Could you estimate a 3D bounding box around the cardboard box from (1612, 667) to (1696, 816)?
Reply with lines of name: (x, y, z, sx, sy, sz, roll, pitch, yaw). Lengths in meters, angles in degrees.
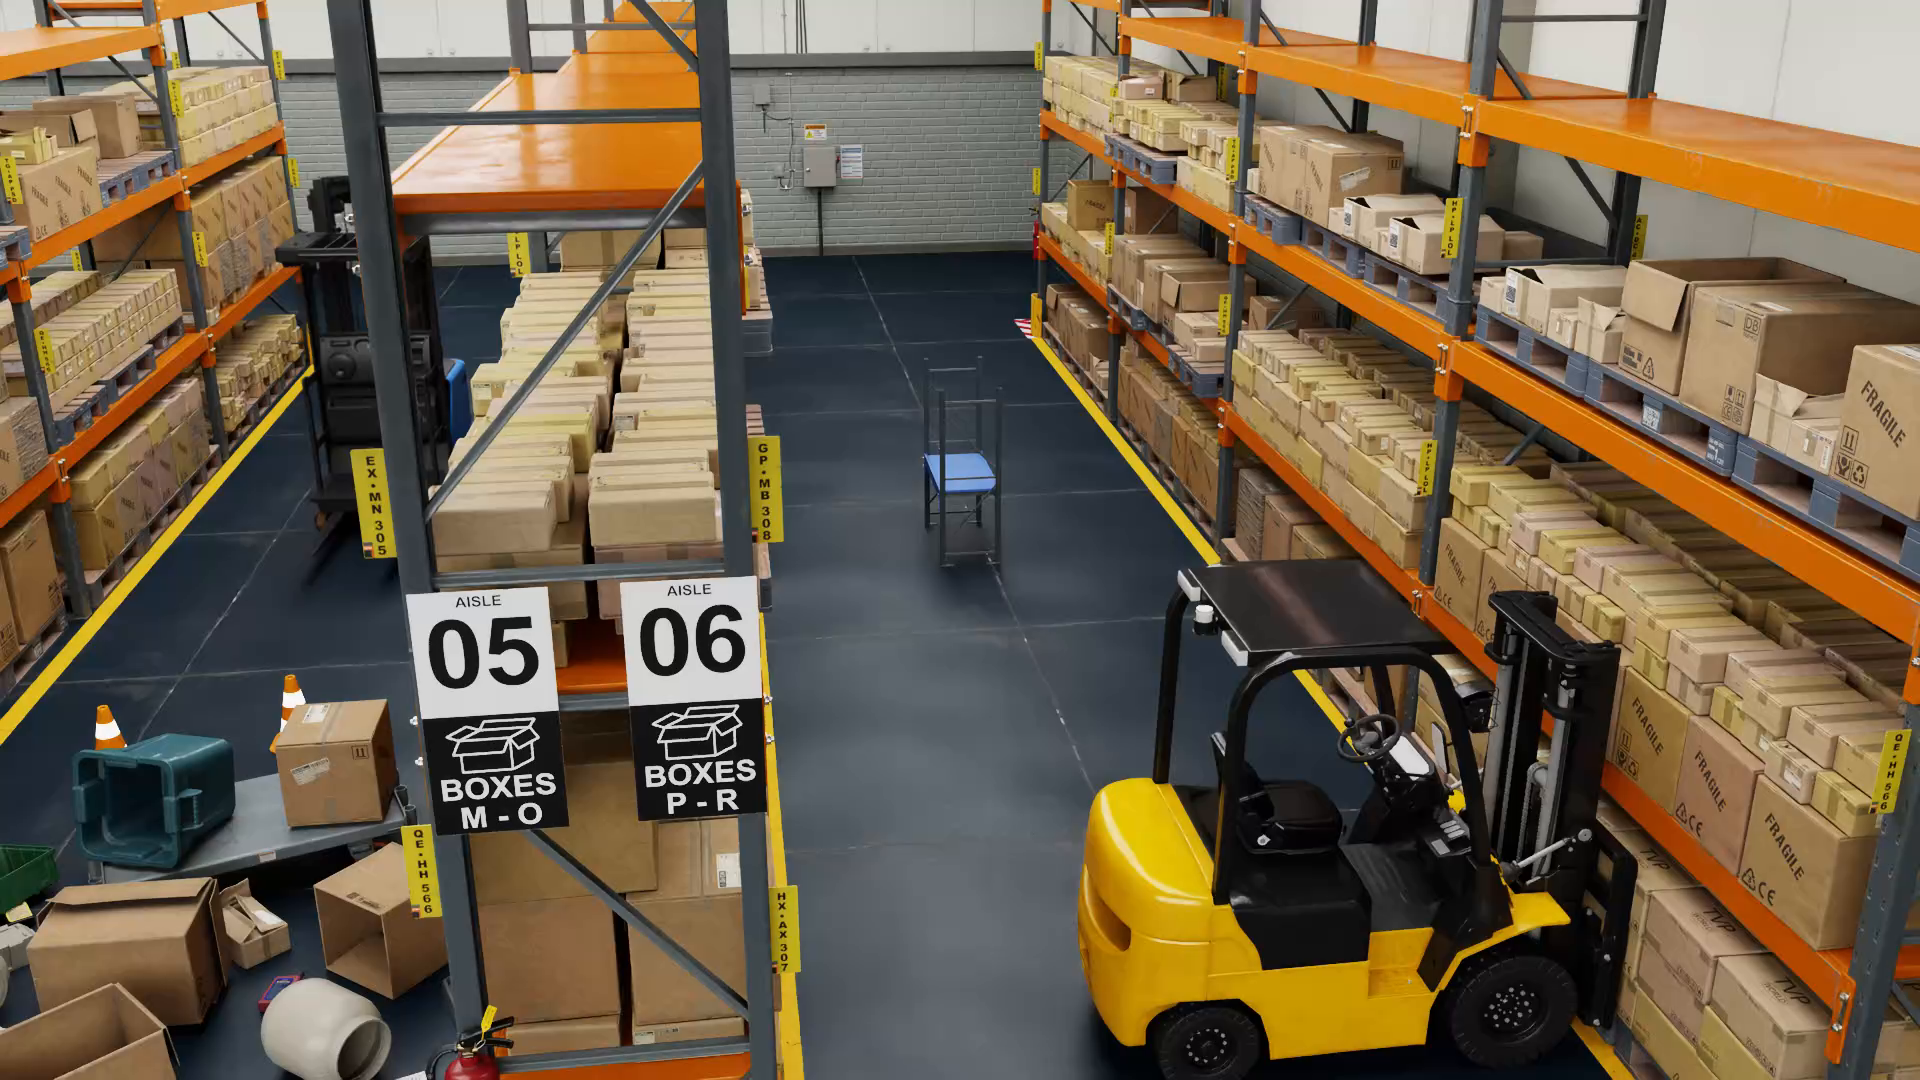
cardboard box: (3.333, 0.883, 7.495, 0.500, 0.500, 0.500, -3, 21, -9)

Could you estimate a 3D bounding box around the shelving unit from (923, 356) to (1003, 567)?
shelving unit: (0.012, -0.673, 13.949, 0.538, 1.500, 1.048, -3, 21, -8)

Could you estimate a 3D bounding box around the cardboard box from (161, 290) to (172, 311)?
cardboard box: (-7.430, -2.173, 15.155, 0.380, 0.149, 0.250, -3, 21, -7)

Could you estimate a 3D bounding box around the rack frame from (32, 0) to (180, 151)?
rack frame: (-7.722, -4.984, 14.773, 1.000, 3.000, 0.127, -3, 21, -8)

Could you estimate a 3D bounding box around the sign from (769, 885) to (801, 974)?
sign: (-0.571, 1.263, 5.383, 0.100, 0.325, 0.005, -3, 21, -8)

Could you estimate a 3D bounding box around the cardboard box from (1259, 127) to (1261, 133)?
cardboard box: (2.740, -3.393, 14.019, 0.380, 0.149, 0.250, -2, 21, -6)

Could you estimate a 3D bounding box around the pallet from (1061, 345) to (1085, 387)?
pallet: (1.796, -2.065, 19.517, 1.003, 0.211, 1.213, -3, 21, -8)

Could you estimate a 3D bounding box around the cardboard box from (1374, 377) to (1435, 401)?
cardboard box: (3.138, -1.043, 11.725, 0.380, 0.149, 0.250, -2, 21, -6)

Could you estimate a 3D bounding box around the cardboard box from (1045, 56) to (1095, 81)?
cardboard box: (1.312, -5.637, 19.884, 0.500, 0.250, 0.500, -3, 21, -8)

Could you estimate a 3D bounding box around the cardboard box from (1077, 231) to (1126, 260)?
cardboard box: (1.613, -3.289, 18.599, 0.500, 0.250, 0.500, -3, 21, -8)

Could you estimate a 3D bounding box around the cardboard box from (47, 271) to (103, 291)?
cardboard box: (-8.120, -2.372, 15.262, 0.380, 0.149, 0.250, -2, 21, -5)

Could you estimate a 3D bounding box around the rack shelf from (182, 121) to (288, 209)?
rack shelf: (-8.010, -3.934, 17.278, 1.077, 0.370, 4.000, -3, 21, -8)

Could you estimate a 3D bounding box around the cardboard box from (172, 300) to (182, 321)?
cardboard box: (-7.468, -2.125, 15.452, 0.380, 0.149, 0.250, -3, 21, -9)

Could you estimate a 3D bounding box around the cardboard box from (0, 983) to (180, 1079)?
cardboard box: (-3.866, 2.385, 7.184, 0.637, 0.503, 0.797, 17, 27, 39)

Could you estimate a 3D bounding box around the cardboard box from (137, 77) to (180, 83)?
cardboard box: (-8.371, -4.740, 17.337, 0.380, 0.149, 0.250, -2, 21, -6)

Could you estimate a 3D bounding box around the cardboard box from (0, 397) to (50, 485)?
cardboard box: (-6.814, -0.693, 11.716, 0.500, 0.500, 0.500, -3, 21, -8)

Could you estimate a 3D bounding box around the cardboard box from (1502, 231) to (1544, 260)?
cardboard box: (3.299, -1.775, 10.084, 0.380, 0.149, 0.250, -3, 21, -8)

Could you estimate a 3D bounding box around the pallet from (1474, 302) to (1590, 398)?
pallet: (3.375, -1.010, 8.546, 1.003, 0.211, 1.213, -3, 21, -8)

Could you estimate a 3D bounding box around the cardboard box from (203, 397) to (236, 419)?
cardboard box: (-7.457, -1.316, 16.576, 0.380, 0.149, 0.250, -2, 21, -5)

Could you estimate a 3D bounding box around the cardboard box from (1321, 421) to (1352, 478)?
cardboard box: (2.754, -0.616, 11.153, 0.500, 0.250, 0.500, -3, 21, -7)

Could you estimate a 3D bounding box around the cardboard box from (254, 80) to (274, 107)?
cardboard box: (-7.980, -4.981, 18.552, 0.500, 0.250, 0.500, -4, 21, -9)

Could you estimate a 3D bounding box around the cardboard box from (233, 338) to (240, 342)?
cardboard box: (-8.370, -2.187, 18.908, 0.380, 0.149, 0.250, -3, 21, -7)

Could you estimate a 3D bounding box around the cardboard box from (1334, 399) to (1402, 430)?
cardboard box: (2.744, -0.839, 11.179, 0.380, 0.149, 0.250, -3, 21, -7)

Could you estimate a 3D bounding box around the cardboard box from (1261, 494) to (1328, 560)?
cardboard box: (2.829, 0.033, 12.708, 0.875, 0.625, 0.625, -2, 21, -6)

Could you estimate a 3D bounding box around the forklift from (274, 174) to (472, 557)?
forklift: (-5.076, -1.575, 14.318, 1.130, 2.935, 3.031, -2, 21, -5)

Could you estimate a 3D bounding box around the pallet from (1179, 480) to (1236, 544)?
pallet: (2.580, -0.279, 14.736, 1.003, 0.211, 1.213, -3, 21, -8)

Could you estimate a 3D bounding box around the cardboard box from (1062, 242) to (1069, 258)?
cardboard box: (1.409, -3.401, 19.468, 0.380, 0.149, 0.250, -4, 21, -9)

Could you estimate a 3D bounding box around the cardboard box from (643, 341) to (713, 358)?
cardboard box: (-1.105, -0.719, 6.860, 0.380, 0.149, 0.250, -3, 21, -7)

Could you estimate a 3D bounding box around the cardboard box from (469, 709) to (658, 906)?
cardboard box: (-1.398, 0.876, 5.661, 0.700, 0.500, 0.500, -3, 21, -9)

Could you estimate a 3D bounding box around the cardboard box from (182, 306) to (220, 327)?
cardboard box: (-7.439, -2.171, 16.174, 0.380, 0.149, 0.250, -2, 21, -6)

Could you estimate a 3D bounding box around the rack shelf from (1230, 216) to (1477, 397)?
rack shelf: (2.938, -1.701, 11.298, 1.077, 0.370, 4.000, -3, 21, -8)

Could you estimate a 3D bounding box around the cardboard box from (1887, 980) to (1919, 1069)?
cardboard box: (3.921, 1.892, 6.839, 0.500, 0.250, 0.500, -3, 21, -9)

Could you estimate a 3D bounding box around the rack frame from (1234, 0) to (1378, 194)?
rack frame: (2.650, -4.135, 12.501, 1.000, 3.000, 0.127, -3, 21, -8)

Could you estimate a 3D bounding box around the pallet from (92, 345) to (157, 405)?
pallet: (-7.471, -1.382, 13.978, 1.003, 0.211, 1.213, -3, 21, -8)

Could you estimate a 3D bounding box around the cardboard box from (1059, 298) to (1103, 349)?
cardboard box: (1.576, -2.606, 19.953, 0.700, 0.500, 0.500, -2, 21, -6)

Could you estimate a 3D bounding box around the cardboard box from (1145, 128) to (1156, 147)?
cardboard box: (1.900, -3.676, 15.173, 0.380, 0.149, 0.250, -2, 21, -6)

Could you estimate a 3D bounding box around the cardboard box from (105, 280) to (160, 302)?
cardboard box: (-7.396, -2.220, 14.855, 0.380, 0.149, 0.250, -4, 21, -9)

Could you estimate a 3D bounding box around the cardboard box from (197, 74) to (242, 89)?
cardboard box: (-7.861, -4.858, 17.654, 0.380, 0.149, 0.250, -3, 21, -9)

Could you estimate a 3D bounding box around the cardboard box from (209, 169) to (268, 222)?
cardboard box: (-7.829, -3.712, 17.946, 0.500, 0.500, 0.500, -2, 21, -5)

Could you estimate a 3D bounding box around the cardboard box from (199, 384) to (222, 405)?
cardboard box: (-7.566, -1.443, 16.492, 0.380, 0.149, 0.250, -2, 21, -6)

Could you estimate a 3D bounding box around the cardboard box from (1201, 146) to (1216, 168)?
cardboard box: (2.251, -3.224, 13.993, 0.380, 0.149, 0.250, -3, 21, -8)

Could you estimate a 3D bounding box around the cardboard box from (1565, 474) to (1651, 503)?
cardboard box: (3.567, -0.246, 9.167, 0.380, 0.149, 0.250, -3, 21, -9)

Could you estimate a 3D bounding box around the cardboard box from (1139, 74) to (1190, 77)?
cardboard box: (2.194, -4.783, 17.597, 0.500, 0.250, 0.500, -3, 21, -9)

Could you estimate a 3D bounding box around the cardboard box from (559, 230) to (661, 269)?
cardboard box: (-1.894, -1.649, 9.030, 0.500, 0.250, 0.500, -2, 21, -7)

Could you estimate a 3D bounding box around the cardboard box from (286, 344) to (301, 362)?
cardboard box: (-7.879, -2.164, 19.272, 0.380, 0.149, 0.250, -2, 21, -6)

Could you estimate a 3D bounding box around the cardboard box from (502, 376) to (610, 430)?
cardboard box: (-1.528, -0.513, 6.309, 0.380, 0.149, 0.250, -4, 21, -9)

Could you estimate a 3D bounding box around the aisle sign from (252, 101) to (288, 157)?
aisle sign: (-8.012, -4.817, 19.185, 0.394, 0.787, 0.004, -3, 21, -8)

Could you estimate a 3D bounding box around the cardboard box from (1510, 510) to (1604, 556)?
cardboard box: (3.087, -0.037, 8.606, 0.380, 0.149, 0.250, -2, 21, -7)

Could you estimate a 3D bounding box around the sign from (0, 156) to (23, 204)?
sign: (-6.595, -2.498, 11.553, 0.100, 0.325, 0.005, -3, 21, -8)

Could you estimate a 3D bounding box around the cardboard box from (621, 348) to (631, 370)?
cardboard box: (-1.221, -0.671, 7.303, 0.500, 0.250, 0.500, -3, 21, -9)

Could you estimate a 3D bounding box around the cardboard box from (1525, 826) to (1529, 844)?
cardboard box: (3.127, 1.449, 8.739, 0.500, 0.250, 0.500, -3, 21, -8)

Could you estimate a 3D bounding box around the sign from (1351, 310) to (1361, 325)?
sign: (3.199, -1.897, 13.426, 0.100, 0.325, 0.005, -3, 21, -8)

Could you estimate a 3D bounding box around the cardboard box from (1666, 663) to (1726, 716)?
cardboard box: (3.323, 0.632, 7.242, 0.380, 0.149, 0.250, -4, 21, -10)

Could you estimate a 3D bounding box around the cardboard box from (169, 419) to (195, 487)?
cardboard box: (-7.292, -0.778, 15.059, 0.500, 0.500, 0.500, -3, 21, -9)

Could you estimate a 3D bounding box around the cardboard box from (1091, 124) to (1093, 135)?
cardboard box: (1.627, -4.465, 18.029, 0.380, 0.149, 0.250, -2, 21, -6)

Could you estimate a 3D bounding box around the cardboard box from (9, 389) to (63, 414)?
cardboard box: (-7.010, -1.033, 12.528, 0.380, 0.149, 0.250, -3, 21, -9)

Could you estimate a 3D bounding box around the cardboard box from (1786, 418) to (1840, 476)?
cardboard box: (3.383, -0.358, 6.290, 0.380, 0.149, 0.250, -4, 21, -9)

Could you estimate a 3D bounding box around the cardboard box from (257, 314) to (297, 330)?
cardboard box: (-7.971, -2.528, 19.396, 0.380, 0.149, 0.250, -3, 21, -7)

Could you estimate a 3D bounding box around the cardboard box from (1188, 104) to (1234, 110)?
cardboard box: (2.365, -4.018, 15.664, 0.380, 0.149, 0.250, -2, 21, -6)

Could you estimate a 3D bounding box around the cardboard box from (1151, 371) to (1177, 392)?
cardboard box: (2.079, -1.539, 16.169, 0.380, 0.149, 0.250, -3, 21, -8)
